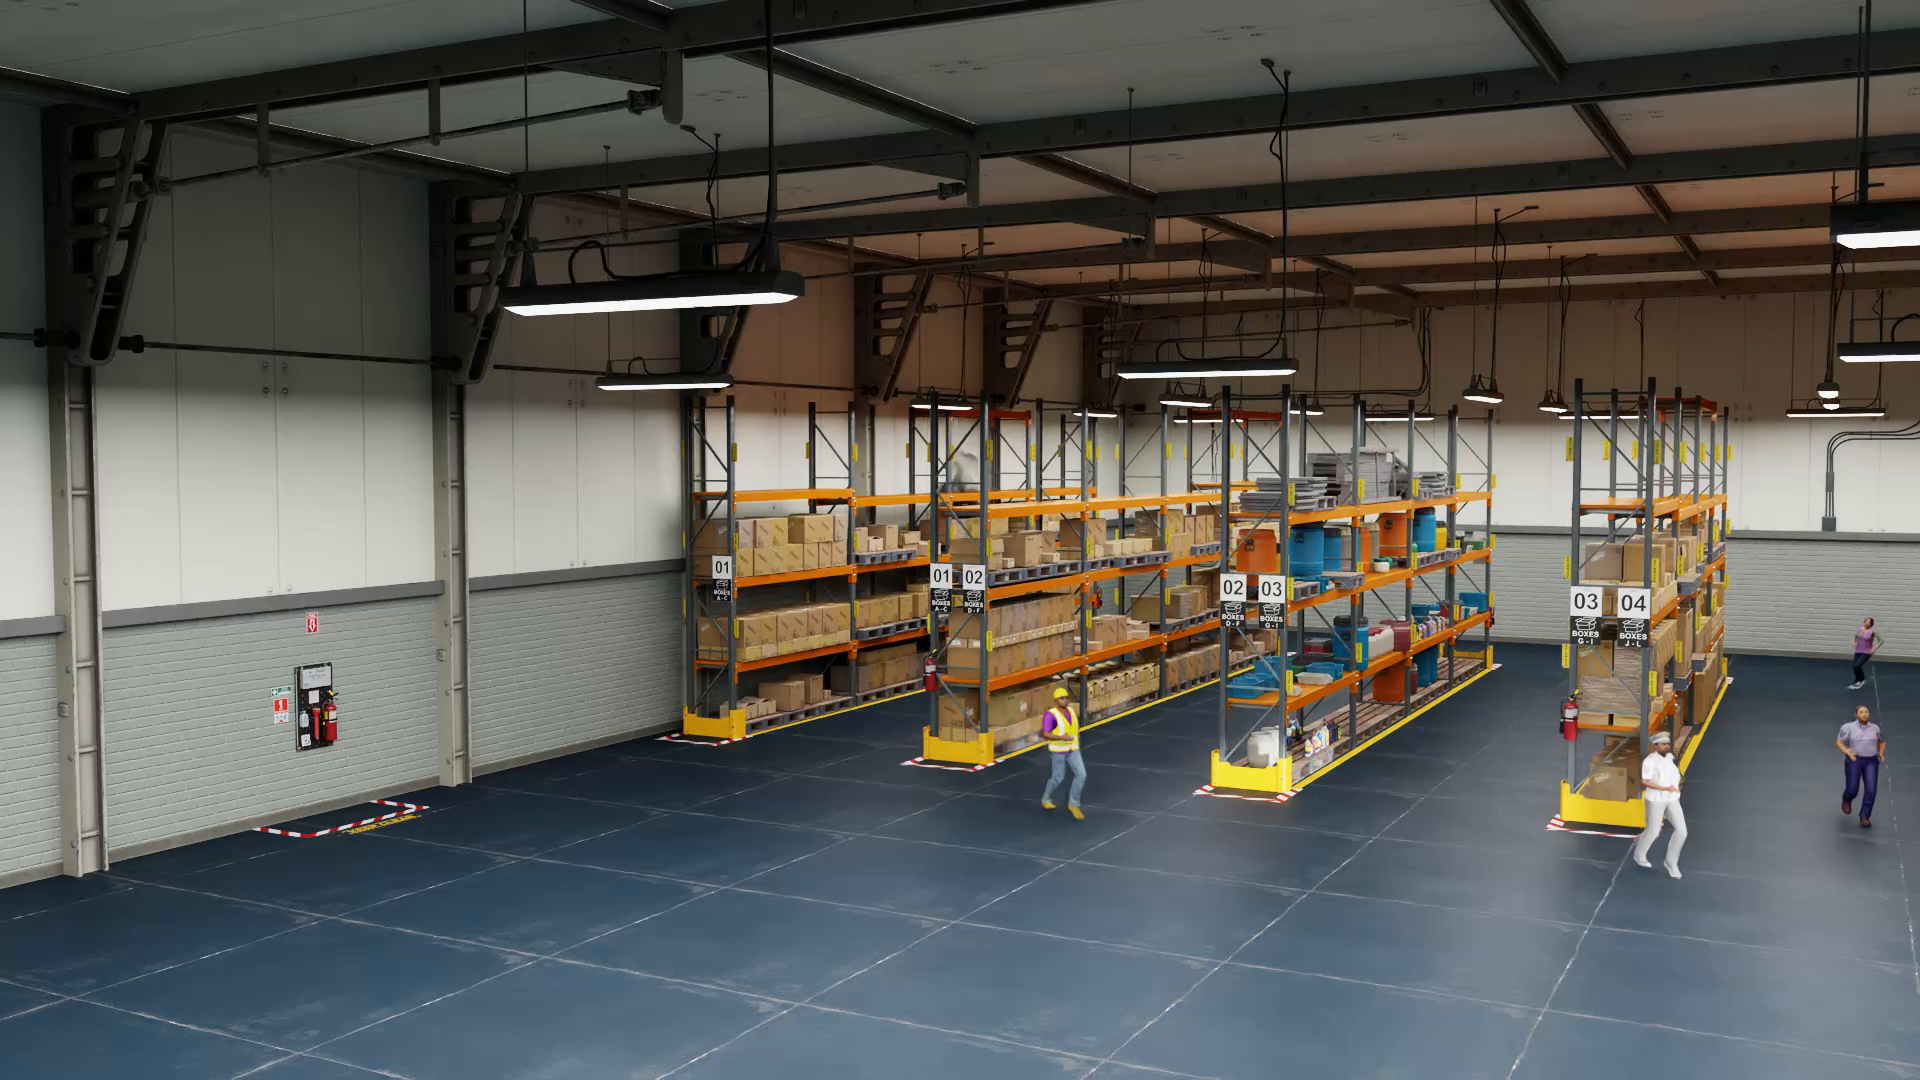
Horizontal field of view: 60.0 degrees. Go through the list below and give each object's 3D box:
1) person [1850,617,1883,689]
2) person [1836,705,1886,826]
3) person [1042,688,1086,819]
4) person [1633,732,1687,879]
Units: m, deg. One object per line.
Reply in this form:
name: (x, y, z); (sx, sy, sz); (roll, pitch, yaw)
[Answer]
person: (19.016, 2.388, 34.984); (0.508, 1.549, 0.628); (-1, 3, -26)
person: (12.180, 3.024, 22.461); (0.608, 1.588, 0.609); (1, 3, 15)
person: (1.434, 2.935, 22.934); (0.707, 1.802, 0.757); (-2, 4, -31)
person: (8.322, 3.130, 19.756); (0.576, 1.747, 0.726); (-1, 3, -14)
